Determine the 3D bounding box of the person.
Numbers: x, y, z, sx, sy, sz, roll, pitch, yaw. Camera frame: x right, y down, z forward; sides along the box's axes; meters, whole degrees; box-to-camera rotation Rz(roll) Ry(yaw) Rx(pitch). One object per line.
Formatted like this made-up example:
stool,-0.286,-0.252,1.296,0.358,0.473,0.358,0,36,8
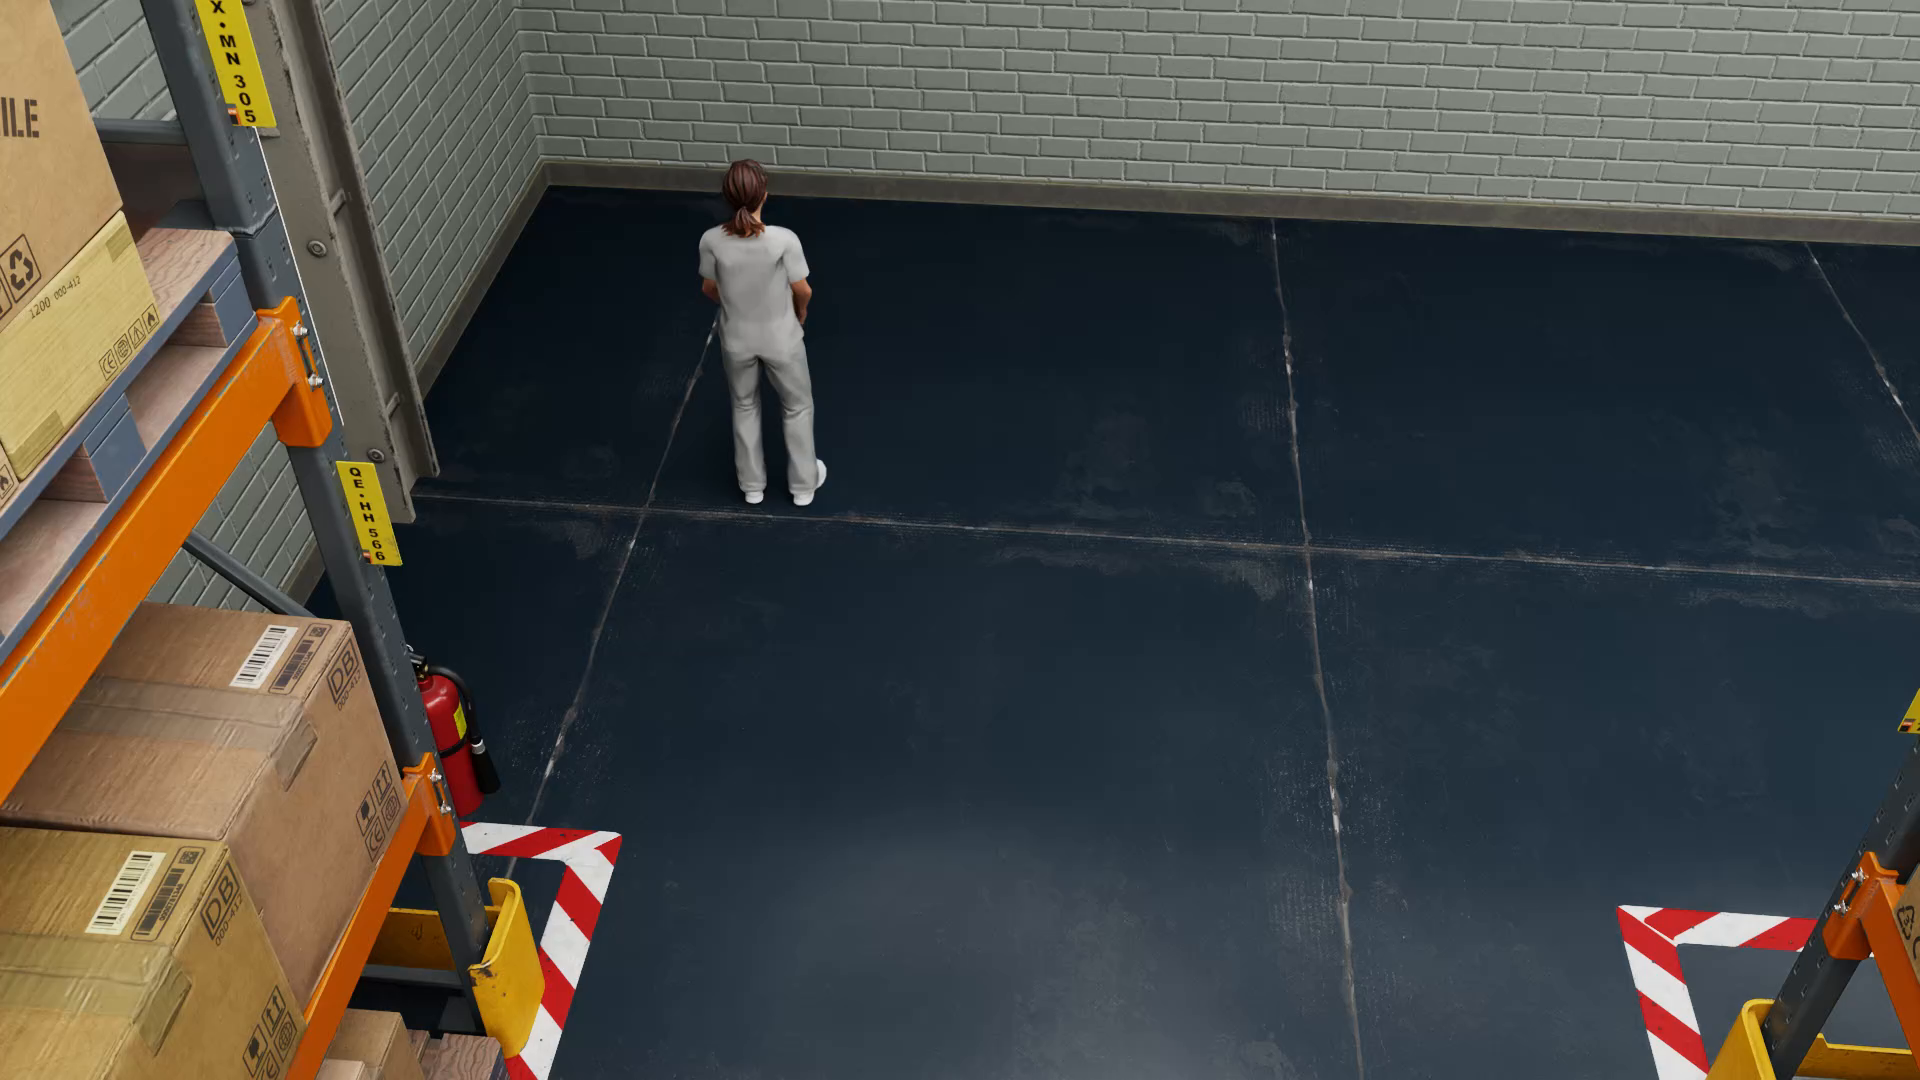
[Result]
person,-0.856,-0.892,7.211,0.466,1.675,0.413,3,40,3
